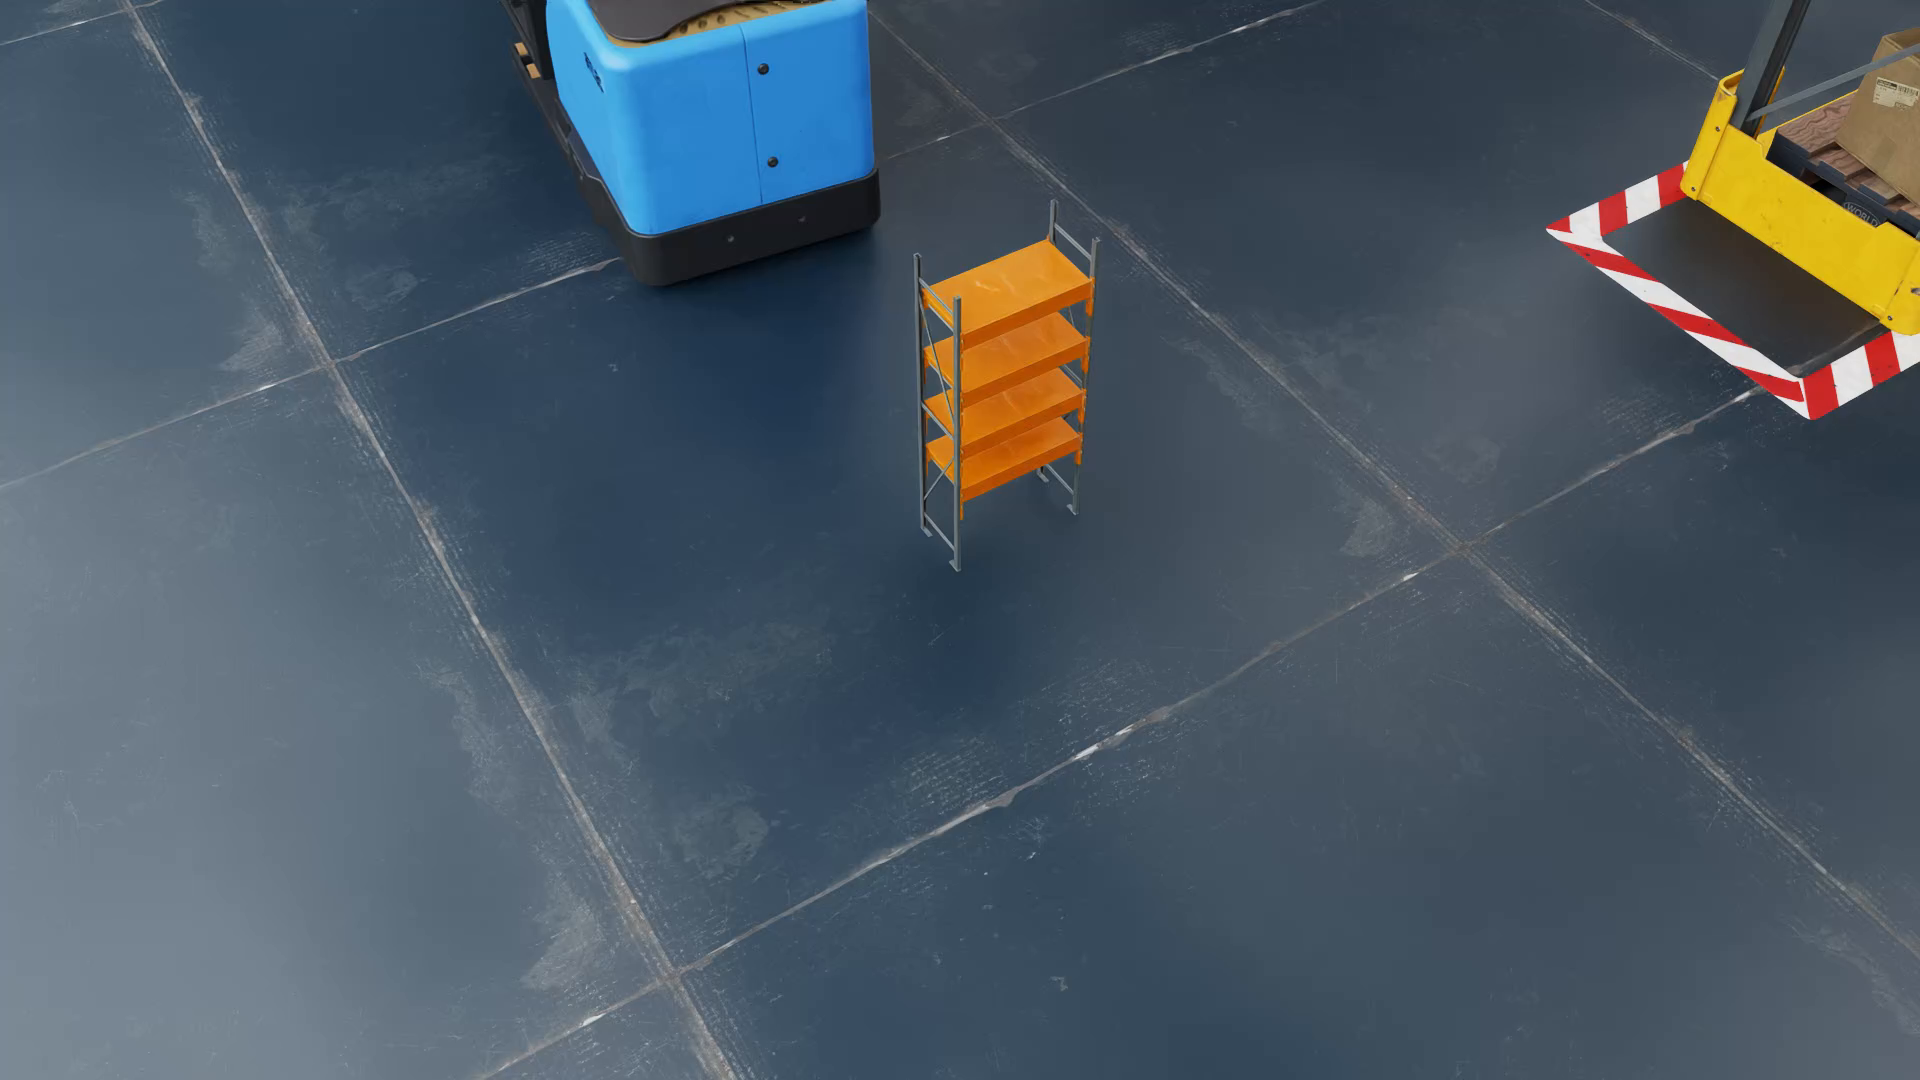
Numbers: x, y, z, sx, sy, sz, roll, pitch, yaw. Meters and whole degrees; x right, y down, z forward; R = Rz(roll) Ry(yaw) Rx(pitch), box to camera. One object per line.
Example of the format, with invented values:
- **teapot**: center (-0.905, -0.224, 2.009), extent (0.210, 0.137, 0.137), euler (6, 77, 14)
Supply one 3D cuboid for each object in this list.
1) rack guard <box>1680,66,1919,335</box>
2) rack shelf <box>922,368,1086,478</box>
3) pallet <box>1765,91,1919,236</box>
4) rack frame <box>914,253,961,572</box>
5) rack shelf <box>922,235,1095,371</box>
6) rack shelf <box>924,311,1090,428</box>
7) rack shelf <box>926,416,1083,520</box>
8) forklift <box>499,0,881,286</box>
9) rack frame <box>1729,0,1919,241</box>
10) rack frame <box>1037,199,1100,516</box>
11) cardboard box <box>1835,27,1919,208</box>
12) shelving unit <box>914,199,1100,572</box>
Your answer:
- **rack guard**: center (3.501, -1.380, 6.644), extent (0.348, 0.500, 1.175), euler (-25, 53, -21)
- **rack shelf**: center (0.140, -0.420, 5.411), extent (0.480, 0.148, 0.258), euler (-25, 53, -21)
- **pallet**: center (4.206, -1.585, 7.020), extent (1.213, 0.211, 1.003), euler (-25, 53, -21)
- **rack frame**: center (-0.066, -0.368, 5.274), extent (0.015, 1.200, 0.240), euler (-25, 53, -21)
- **rack shelf**: center (0.140, -0.726, 5.067), extent (0.480, 0.148, 0.258), euler (-25, 53, -21)
- **rack shelf**: center (0.140, -0.569, 5.244), extent (0.480, 0.148, 0.258), euler (-25, 53, -21)
- **rack shelf**: center (0.140, -0.288, 5.559), extent (0.480, 0.148, 0.258), euler (-25, 53, -21)
- **forklift**: center (-1.411, -3.090, 6.539), extent (1.130, 2.935, 3.031), euler (-19, 51, -16)
- **rack frame**: center (3.436, -2.181, 5.683), extent (0.127, 3.000, 1.000), euler (-25, 53, -21)
- **rack frame**: center (0.346, -0.562, 5.447), extent (0.015, 1.200, 0.240), euler (-25, 53, -21)
- **cardboard box**: center (3.973, -1.727, 6.672), extent (0.500, 0.500, 0.500), euler (-16, 50, -14)
- **shelving unit**: center (0.140, -0.465, 5.361), extent (0.503, 1.200, 0.258), euler (-25, 53, -21)
